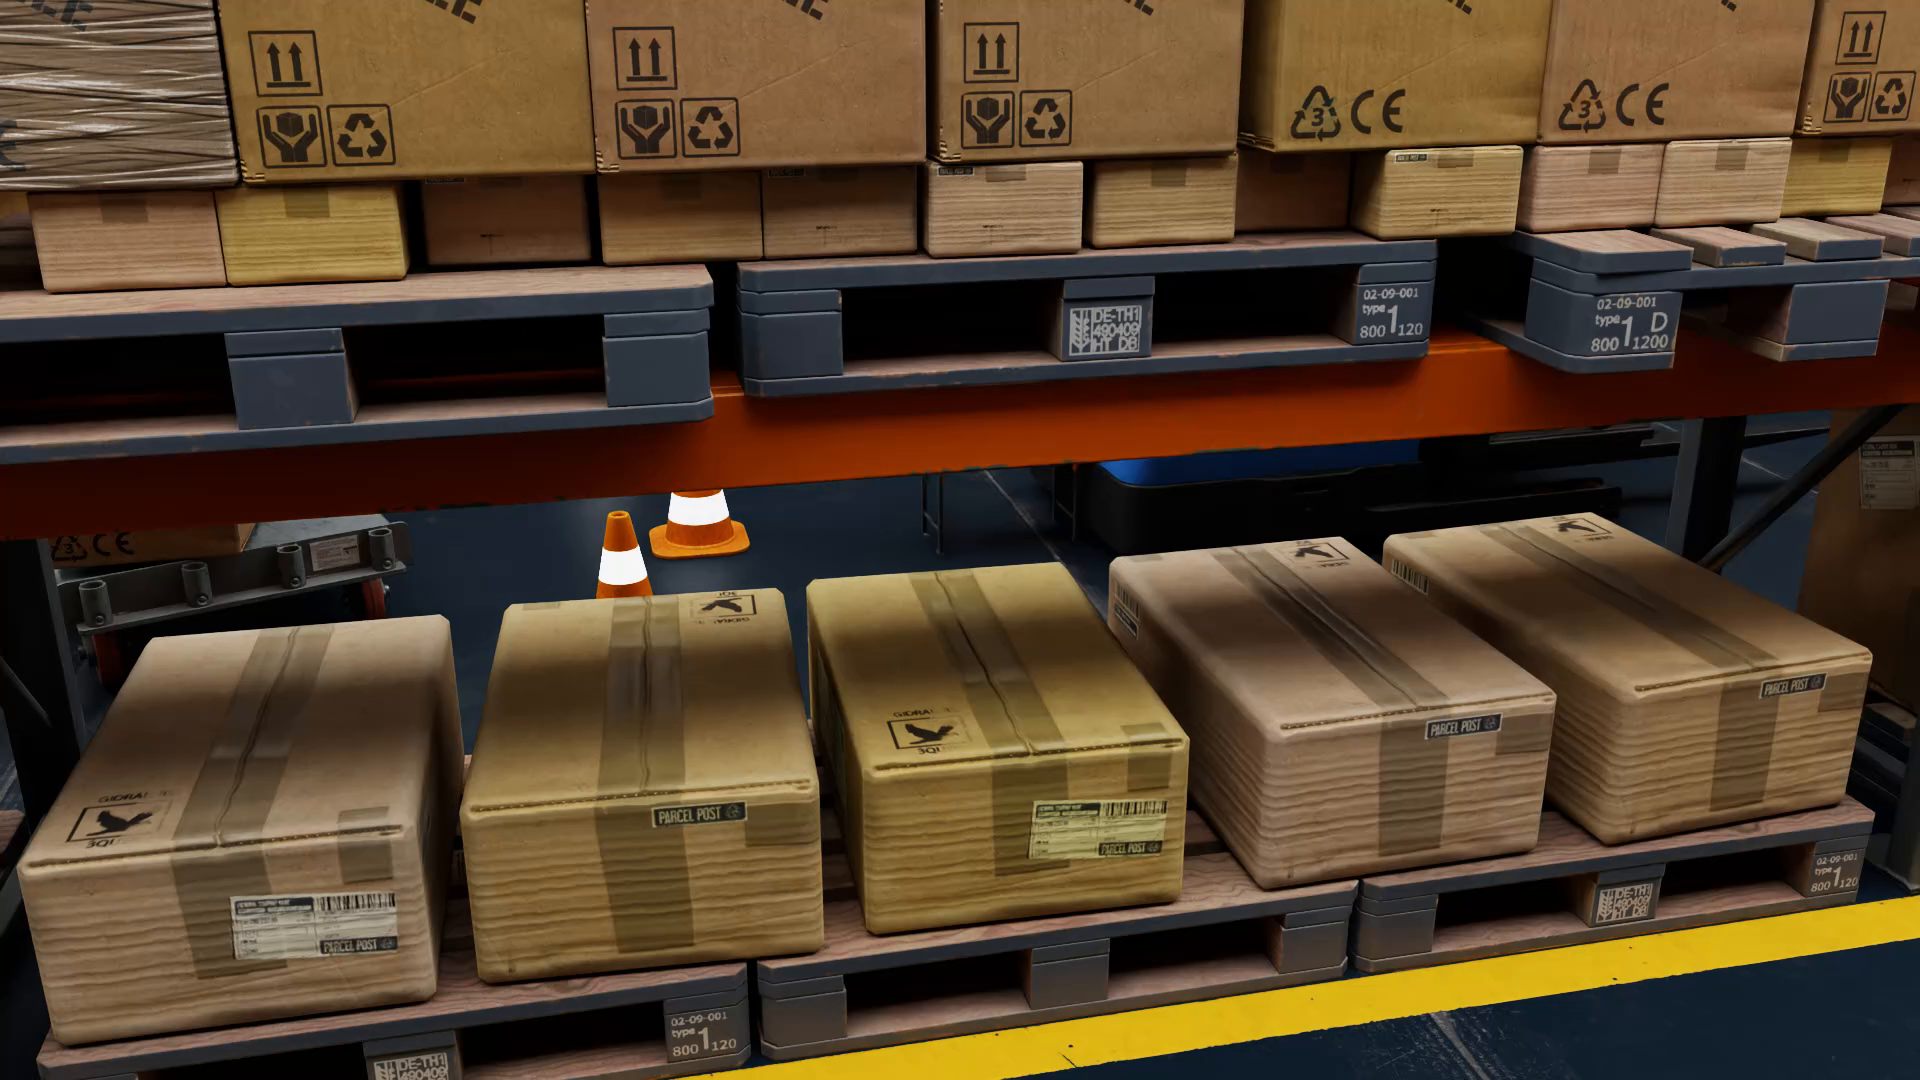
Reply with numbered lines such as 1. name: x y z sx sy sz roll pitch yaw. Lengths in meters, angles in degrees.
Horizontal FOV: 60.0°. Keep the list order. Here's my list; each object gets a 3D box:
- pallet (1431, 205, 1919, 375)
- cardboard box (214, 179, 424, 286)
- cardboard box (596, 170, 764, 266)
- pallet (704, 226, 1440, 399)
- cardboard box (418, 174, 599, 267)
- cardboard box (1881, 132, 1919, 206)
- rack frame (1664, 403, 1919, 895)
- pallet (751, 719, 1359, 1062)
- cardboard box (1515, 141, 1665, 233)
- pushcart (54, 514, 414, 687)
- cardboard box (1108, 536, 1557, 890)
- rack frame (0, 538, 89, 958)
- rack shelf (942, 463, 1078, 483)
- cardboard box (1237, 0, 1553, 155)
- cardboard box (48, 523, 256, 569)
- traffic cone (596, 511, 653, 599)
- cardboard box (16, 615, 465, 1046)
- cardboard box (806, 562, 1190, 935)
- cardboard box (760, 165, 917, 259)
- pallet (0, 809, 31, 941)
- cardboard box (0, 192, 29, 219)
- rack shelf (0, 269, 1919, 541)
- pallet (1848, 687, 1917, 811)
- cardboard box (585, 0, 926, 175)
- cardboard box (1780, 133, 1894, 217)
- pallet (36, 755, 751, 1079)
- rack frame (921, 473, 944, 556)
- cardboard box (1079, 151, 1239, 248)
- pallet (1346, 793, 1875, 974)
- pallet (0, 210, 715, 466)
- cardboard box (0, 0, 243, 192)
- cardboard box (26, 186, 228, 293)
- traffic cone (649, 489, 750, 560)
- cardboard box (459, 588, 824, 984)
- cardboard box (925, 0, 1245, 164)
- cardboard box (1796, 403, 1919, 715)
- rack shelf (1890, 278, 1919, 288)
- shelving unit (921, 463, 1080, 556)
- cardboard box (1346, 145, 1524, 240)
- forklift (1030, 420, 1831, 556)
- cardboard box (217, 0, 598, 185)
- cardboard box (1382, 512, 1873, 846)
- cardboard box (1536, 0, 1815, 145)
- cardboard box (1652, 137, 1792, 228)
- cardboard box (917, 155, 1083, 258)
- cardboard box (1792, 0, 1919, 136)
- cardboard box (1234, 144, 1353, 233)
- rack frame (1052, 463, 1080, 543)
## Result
1. pallet: 1.377 -0.614 3.408 1.003 0.211 1.213 -5 21 -12
2. cardboard box: -0.991 -0.513 2.610 0.250 0.149 0.380 -4 21 -11
3. cardboard box: -0.473 -0.568 2.758 0.250 0.149 0.380 -4 21 -12
4. pallet: 0.129 -0.536 3.194 1.213 0.211 1.003 -5 21 -12
5. cardboard box: -0.733 -0.561 2.741 0.250 0.149 0.380 -3 20 -9
6. cardboard box: 1.781 -0.770 3.312 0.250 0.149 0.380 -4 20 -10
7. rack frame: 2.046 -0.796 3.627 0.127 3.000 1.000 -5 21 -12
8. pallet: 0.100 0.670 3.678 1.213 0.211 1.003 -5 21 -12
9. cardboard box: 1.055 -0.673 3.045 0.250 0.149 0.380 -6 21 -15
10. pushcart: -2.420 -0.007 5.286 0.936 0.377 1.648 -13 24 -31
11. cardboard box: 0.778 0.343 3.727 0.625 0.372 0.950 -5 21 -14
12. rack frame: -1.847 -0.479 2.762 0.127 3.000 1.000 -5 21 -12
13. rack shelf: 0.138 -0.322 5.723 0.480 0.148 0.258 -6 21 -15
14. cardboard box: 0.676 -0.966 2.902 0.500 0.500 0.500 -6 21 -16
15. cardboard box: -2.285 -0.255 4.682 0.500 0.500 0.500 -5 21 -12
16. traffic cone: -0.962 0.145 4.746 0.334 0.463 0.336 -5 21 -12
17. cardboard box: -1.337 0.515 3.258 0.625 0.372 0.950 -4 21 -12
18. cardboard box: 0.038 0.401 3.568 0.625 0.372 0.950 -4 20 -11
19. cardboard box: -0.232 -0.587 2.810 0.250 0.149 0.380 -4 21 -12
20. pallet: -2.492 0.895 3.065 1.213 0.211 1.003 -5 21 -12
21. cardboard box: -3.712 -1.301 7.485 0.875 0.875 0.875 -4 21 -12
22. rack shelf: 0.100 -0.300 3.318 4.000 0.370 1.077 -5 21 -12
23. pallet: 2.831 0.476 4.208 1.213 0.211 1.003 -5 21 -12
24. cardboard box: -0.353 -0.879 2.664 0.500 0.500 0.500 -5 21 -13
25. cardboard box: 1.537 -0.725 3.188 0.250 0.149 0.380 -4 21 -12
26. pallet: -1.089 0.768 3.412 1.213 0.211 1.003 -5 21 -12
27. rack frame: -0.096 -0.549 5.568 0.015 1.200 0.240 -6 21 -15
28. cardboard box: 0.292 -0.621 2.905 0.250 0.149 0.380 -5 21 -14
29. pallet: 1.285 0.575 3.939 1.213 0.211 1.003 -5 21 -12
30. pallet: -1.069 -0.401 2.828 1.213 0.211 1.003 -5 21 -12
31. cardboard box: -1.324 -0.804 2.461 0.500 0.500 0.500 -4 21 -11
32. cardboard box: -1.236 -0.497 2.564 0.250 0.149 0.380 -4 21 -12
33. traffic cone: -0.910 -0.213 5.722 0.334 0.463 0.336 -5 21 -12
34. cardboard box: -0.638 0.457 3.416 0.625 0.372 0.950 -3 20 -9
35. cardboard box: 0.145 -0.923 2.785 0.500 0.500 0.500 -6 21 -15
36. cardboard box: 2.737 -0.022 3.993 0.875 0.875 0.875 -5 21 -13
37. rack shelf: 3.992 -0.616 4.182 4.000 0.370 1.077 -5 21 -12
38. shelving unit: 0.138 -0.572 5.631 0.503 1.200 0.258 -6 21 -15
39. cardboard box: 0.791 -0.646 2.973 0.250 0.149 0.380 -4 21 -12
40. forklift: 1.841 -1.564 5.823 3.031 2.935 1.130 -6 21 -15
41. cardboard box: -0.837 -0.844 2.570 0.500 0.500 0.500 -5 21 -12
42. cardboard box: 1.494 0.282 3.893 0.625 0.372 0.950 -6 21 -16
43. cardboard box: 1.167 -1.006 3.012 0.500 0.500 0.500 -5 21 -13
44. cardboard box: 1.302 -0.690 3.092 0.250 0.149 0.380 -5 21 -13
45. cardboard box: 0.039 -0.590 2.820 0.250 0.149 0.380 -4 20 -10
46. cardboard box: 1.668 -1.051 3.134 0.500 0.500 0.500 -5 21 -14
47. cardboard box: 0.517 -0.669 3.034 0.250 0.149 0.380 -4 21 -12
48. rack frame: 0.373 -0.595 5.694 0.015 1.200 0.240 -6 21 -15
